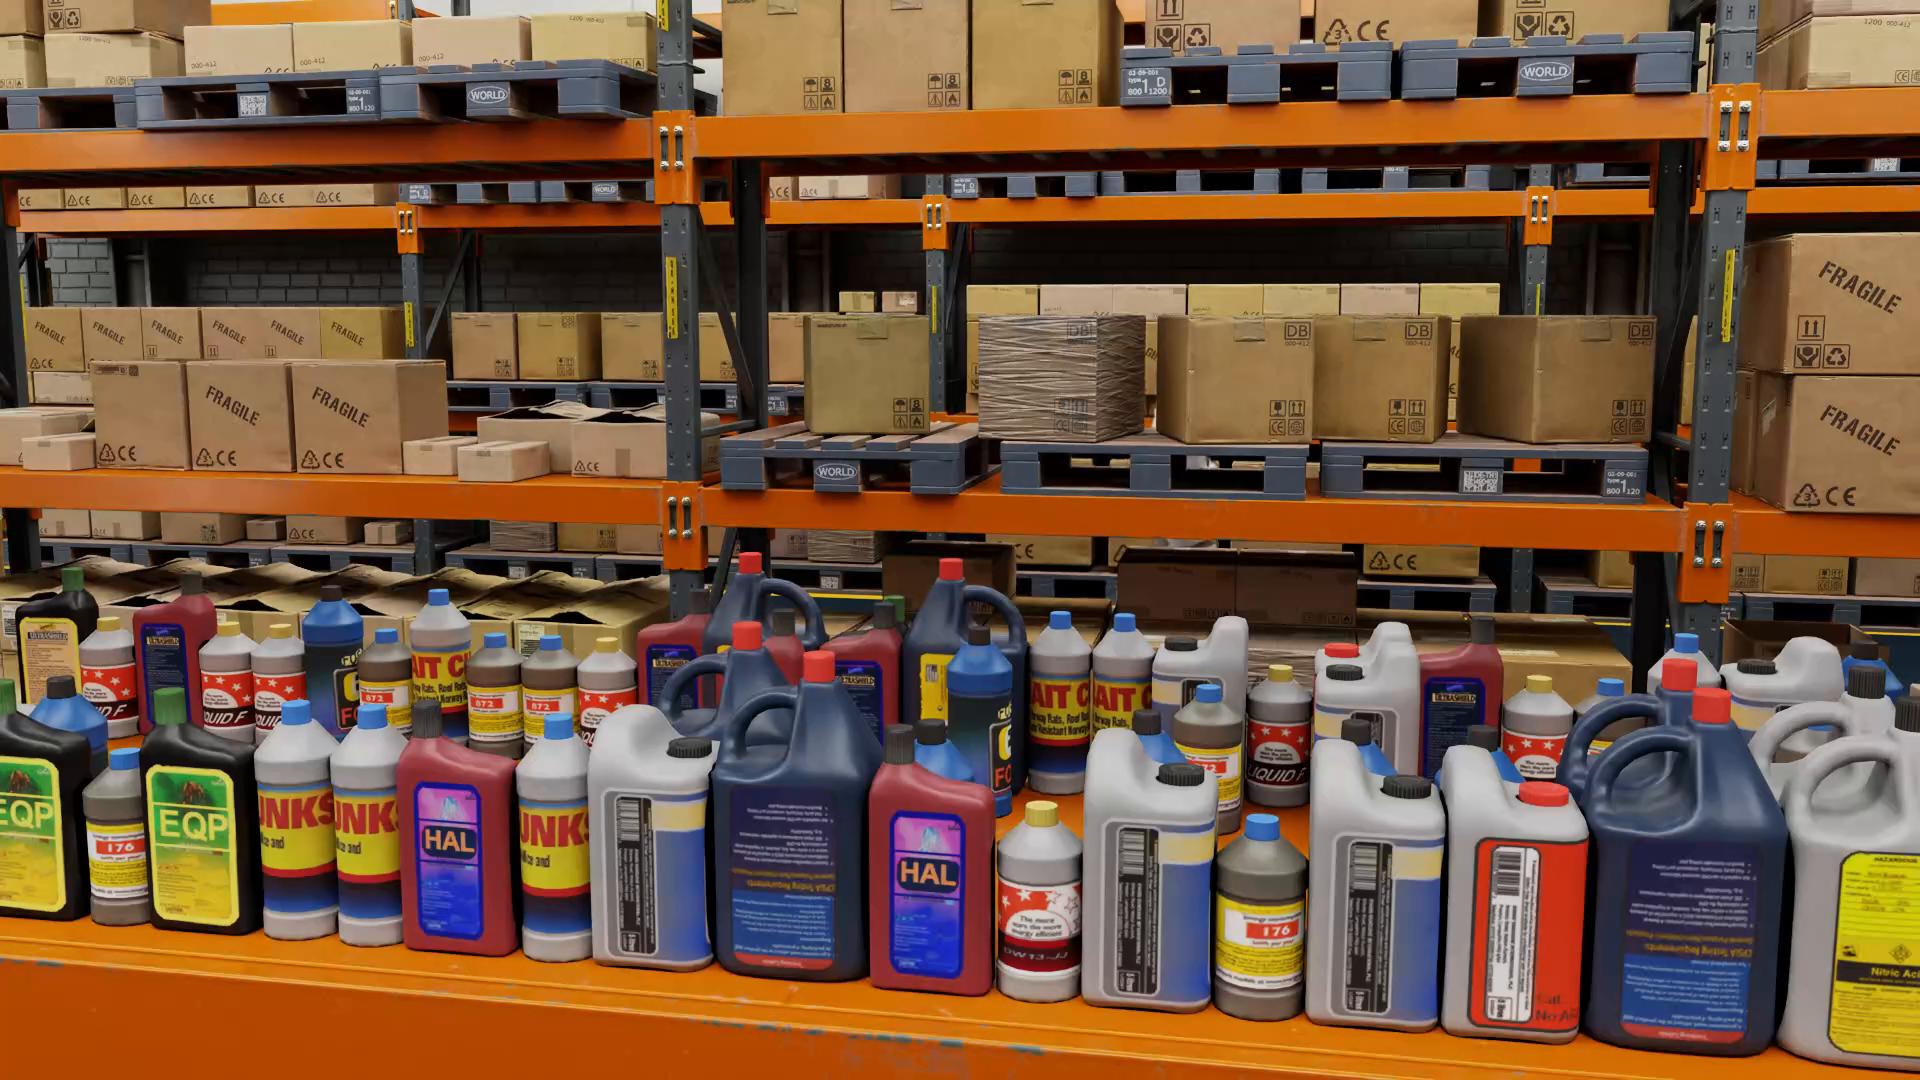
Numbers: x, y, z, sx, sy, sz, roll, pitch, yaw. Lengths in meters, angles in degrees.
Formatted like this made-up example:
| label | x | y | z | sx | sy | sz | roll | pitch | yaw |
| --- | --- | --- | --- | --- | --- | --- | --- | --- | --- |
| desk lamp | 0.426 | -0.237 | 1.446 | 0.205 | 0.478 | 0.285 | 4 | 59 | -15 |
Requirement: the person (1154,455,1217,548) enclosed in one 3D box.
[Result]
| label | x | y | z | sx | sy | sz | roll | pitch | yaw |
| --- | --- | --- | --- | --- | --- | --- | --- | --- | --- |
| person | 1.290 | -0.137 | 9.598 | 0.666 | 1.863 | 0.616 | 2 | 8 | 15 |
